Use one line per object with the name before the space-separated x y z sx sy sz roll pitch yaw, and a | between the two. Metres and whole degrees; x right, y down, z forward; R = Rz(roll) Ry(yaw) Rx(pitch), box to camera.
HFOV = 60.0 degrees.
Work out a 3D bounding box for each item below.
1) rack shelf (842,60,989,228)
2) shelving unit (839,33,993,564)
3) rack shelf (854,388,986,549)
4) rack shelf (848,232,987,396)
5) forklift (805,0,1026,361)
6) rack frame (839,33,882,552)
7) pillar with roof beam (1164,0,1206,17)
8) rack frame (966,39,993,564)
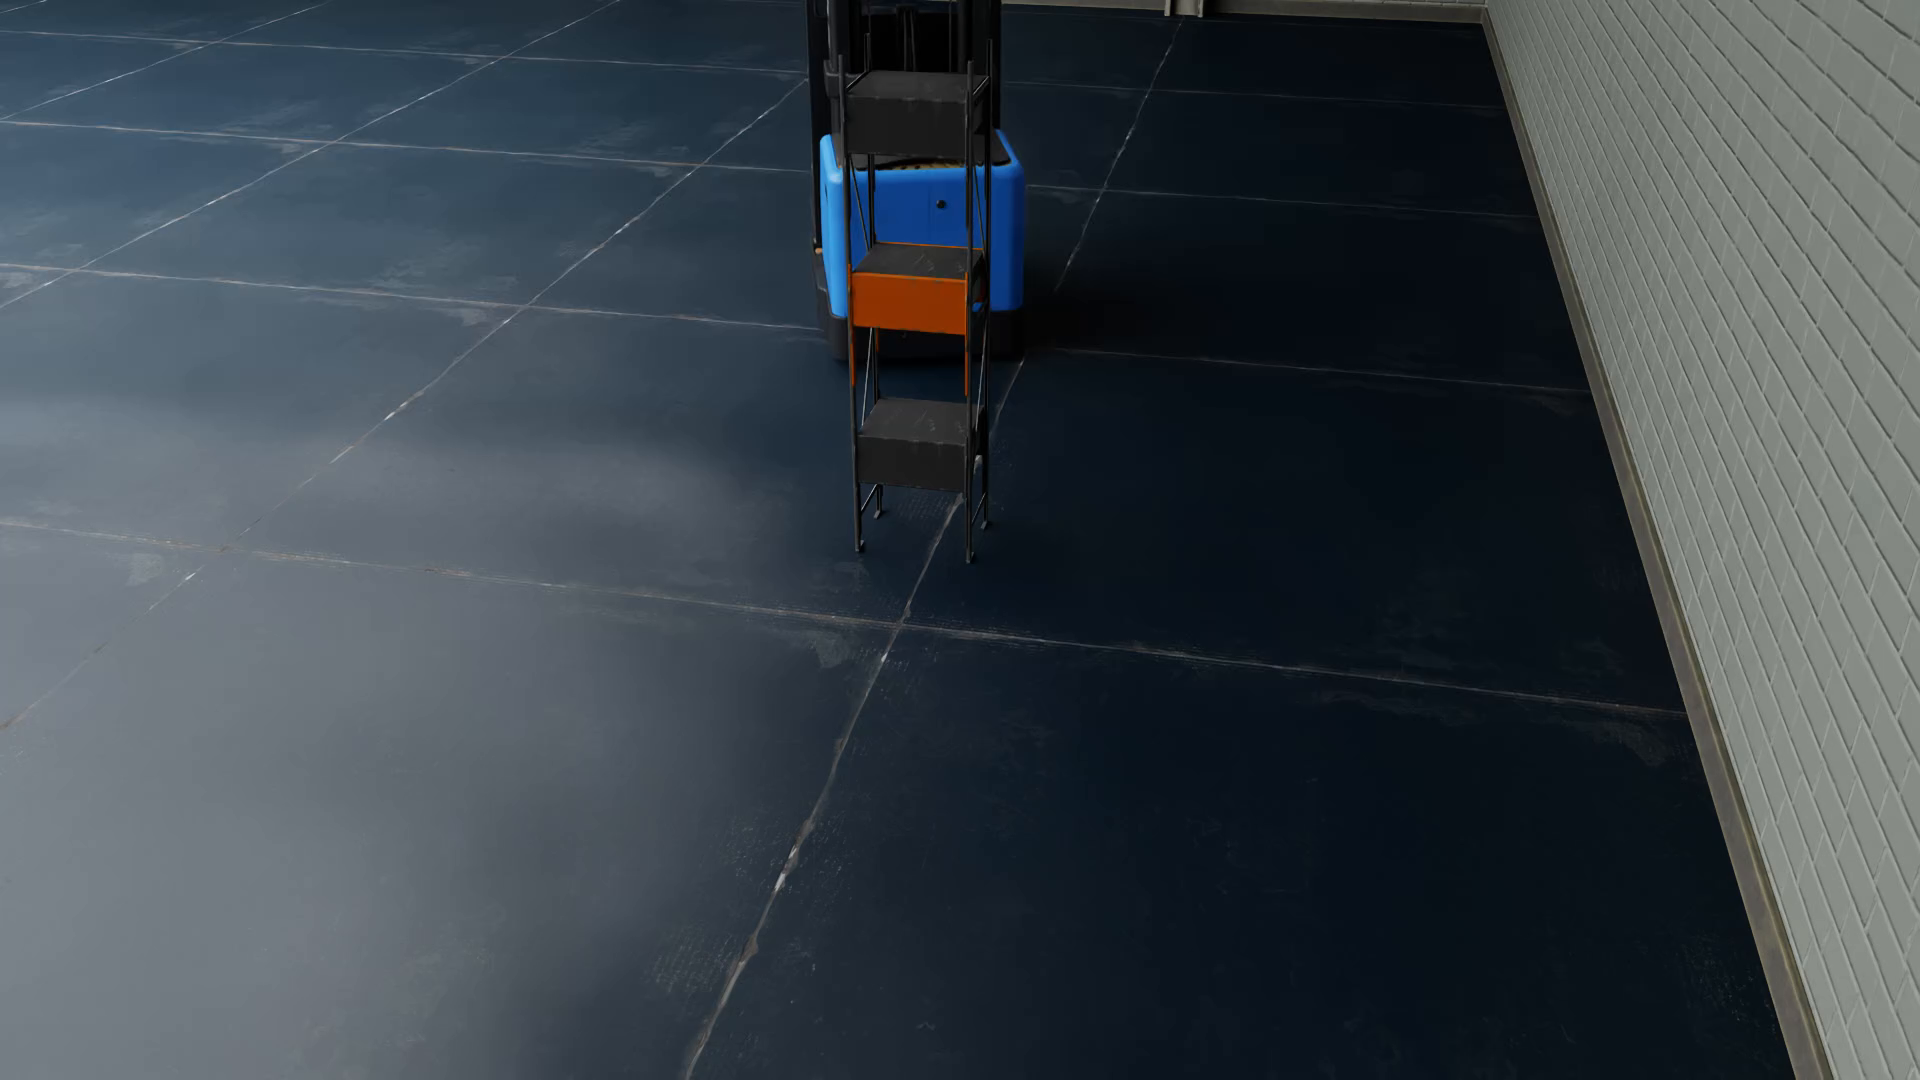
rack shelf | -0.162 -1.540 6.447 0.480 0.518 0.431 6 29 11
shelving unit | -0.162 -0.938 6.776 0.503 2.100 0.431 6 29 11
rack shelf | -0.162 -0.312 7.119 0.480 0.518 0.431 6 29 11
rack shelf | -0.162 -0.926 6.783 0.480 0.518 0.431 6 29 11
forklift | -0.345 -2.921 9.533 1.130 2.935 3.031 -3 29 -6
rack frame | -0.401 -0.962 6.821 0.015 2.100 0.400 6 29 11
pillar with roof beam | 1.430 -7.372 11.346 0.400 9.000 9.100 6 29 11
rack frame | 0.077 -0.913 6.731 0.015 2.100 0.400 6 29 11
